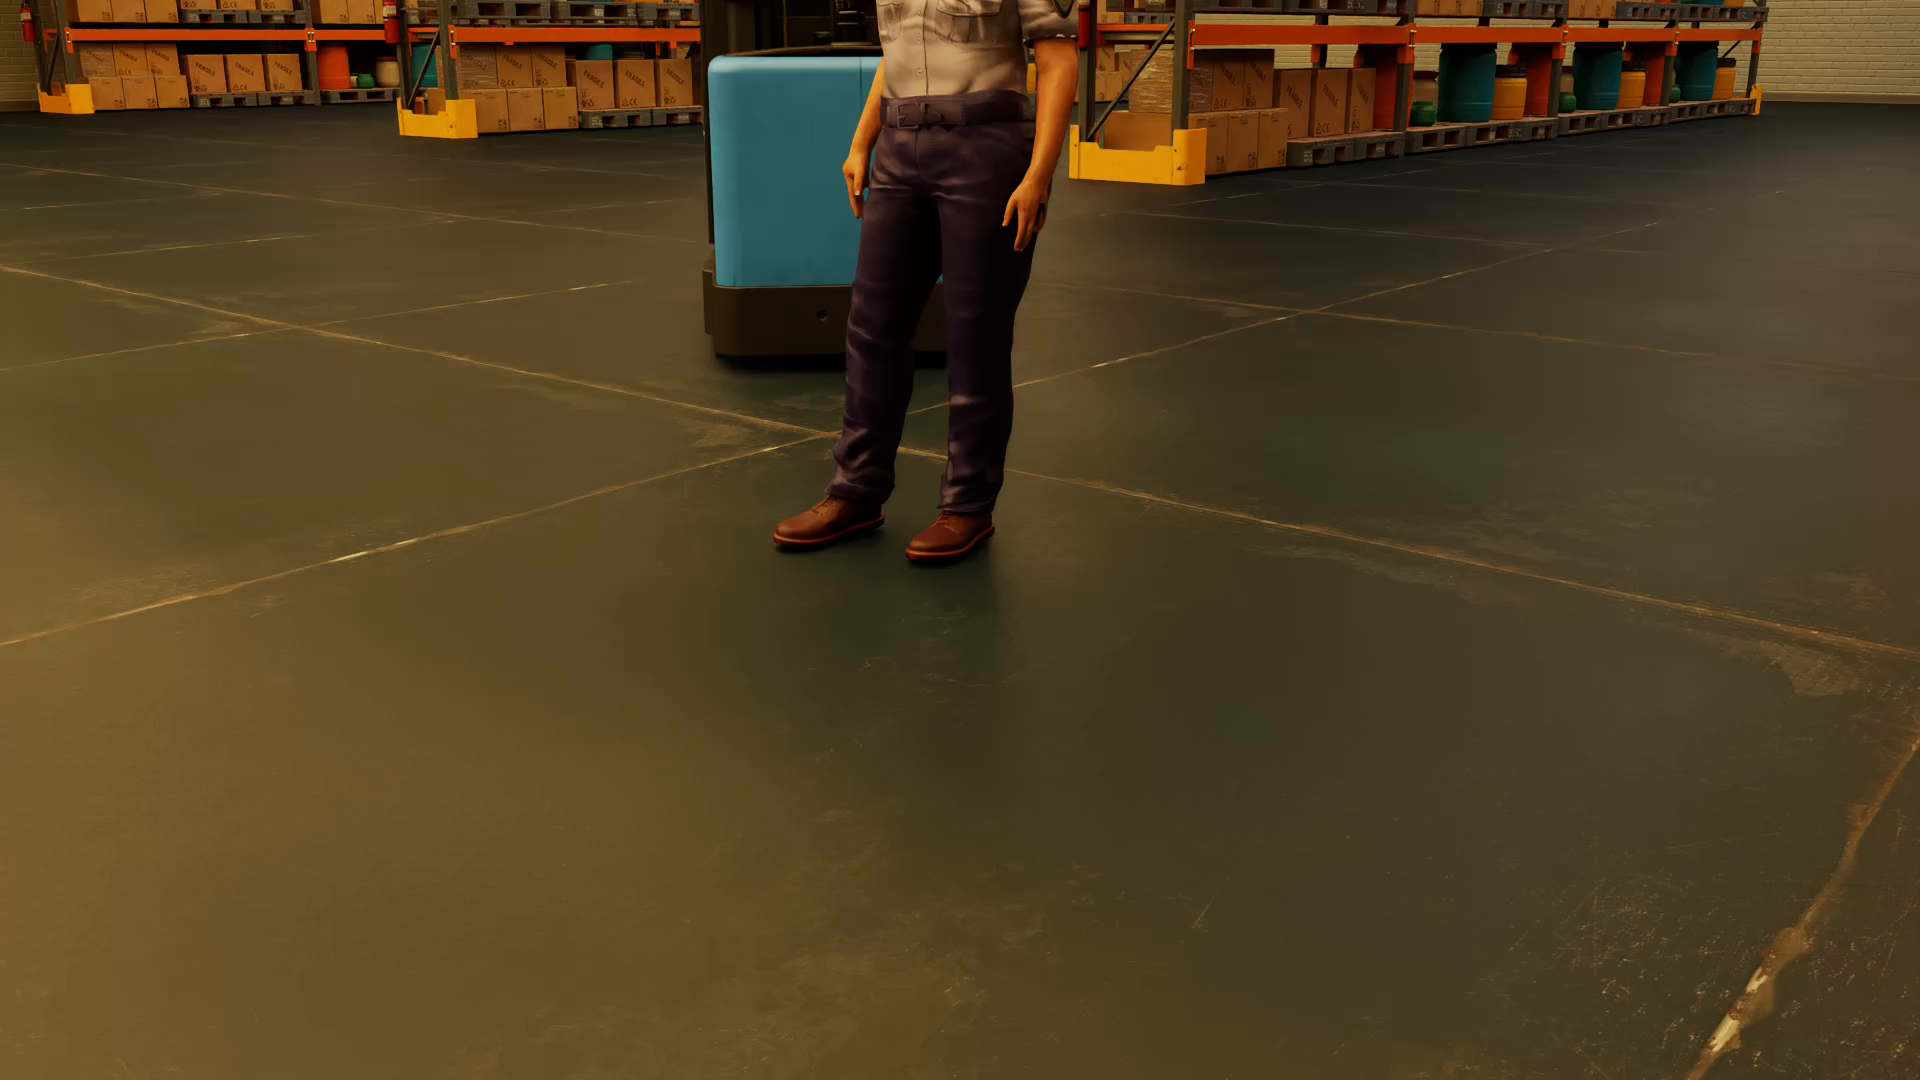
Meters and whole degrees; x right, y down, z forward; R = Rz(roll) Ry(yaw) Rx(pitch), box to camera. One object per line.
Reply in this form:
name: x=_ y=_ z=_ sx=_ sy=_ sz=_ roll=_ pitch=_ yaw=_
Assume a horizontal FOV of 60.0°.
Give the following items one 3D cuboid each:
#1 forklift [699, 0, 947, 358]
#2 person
forklift: x=-0.543 y=-2.427 z=6.892 sx=1.130 sy=2.935 sz=3.031 roll=-2 pitch=17 yaw=-8
person: x=-0.074 y=-0.780 z=3.648 sx=0.598 sy=1.651 sz=0.503 roll=13 pitch=21 yaw=37
